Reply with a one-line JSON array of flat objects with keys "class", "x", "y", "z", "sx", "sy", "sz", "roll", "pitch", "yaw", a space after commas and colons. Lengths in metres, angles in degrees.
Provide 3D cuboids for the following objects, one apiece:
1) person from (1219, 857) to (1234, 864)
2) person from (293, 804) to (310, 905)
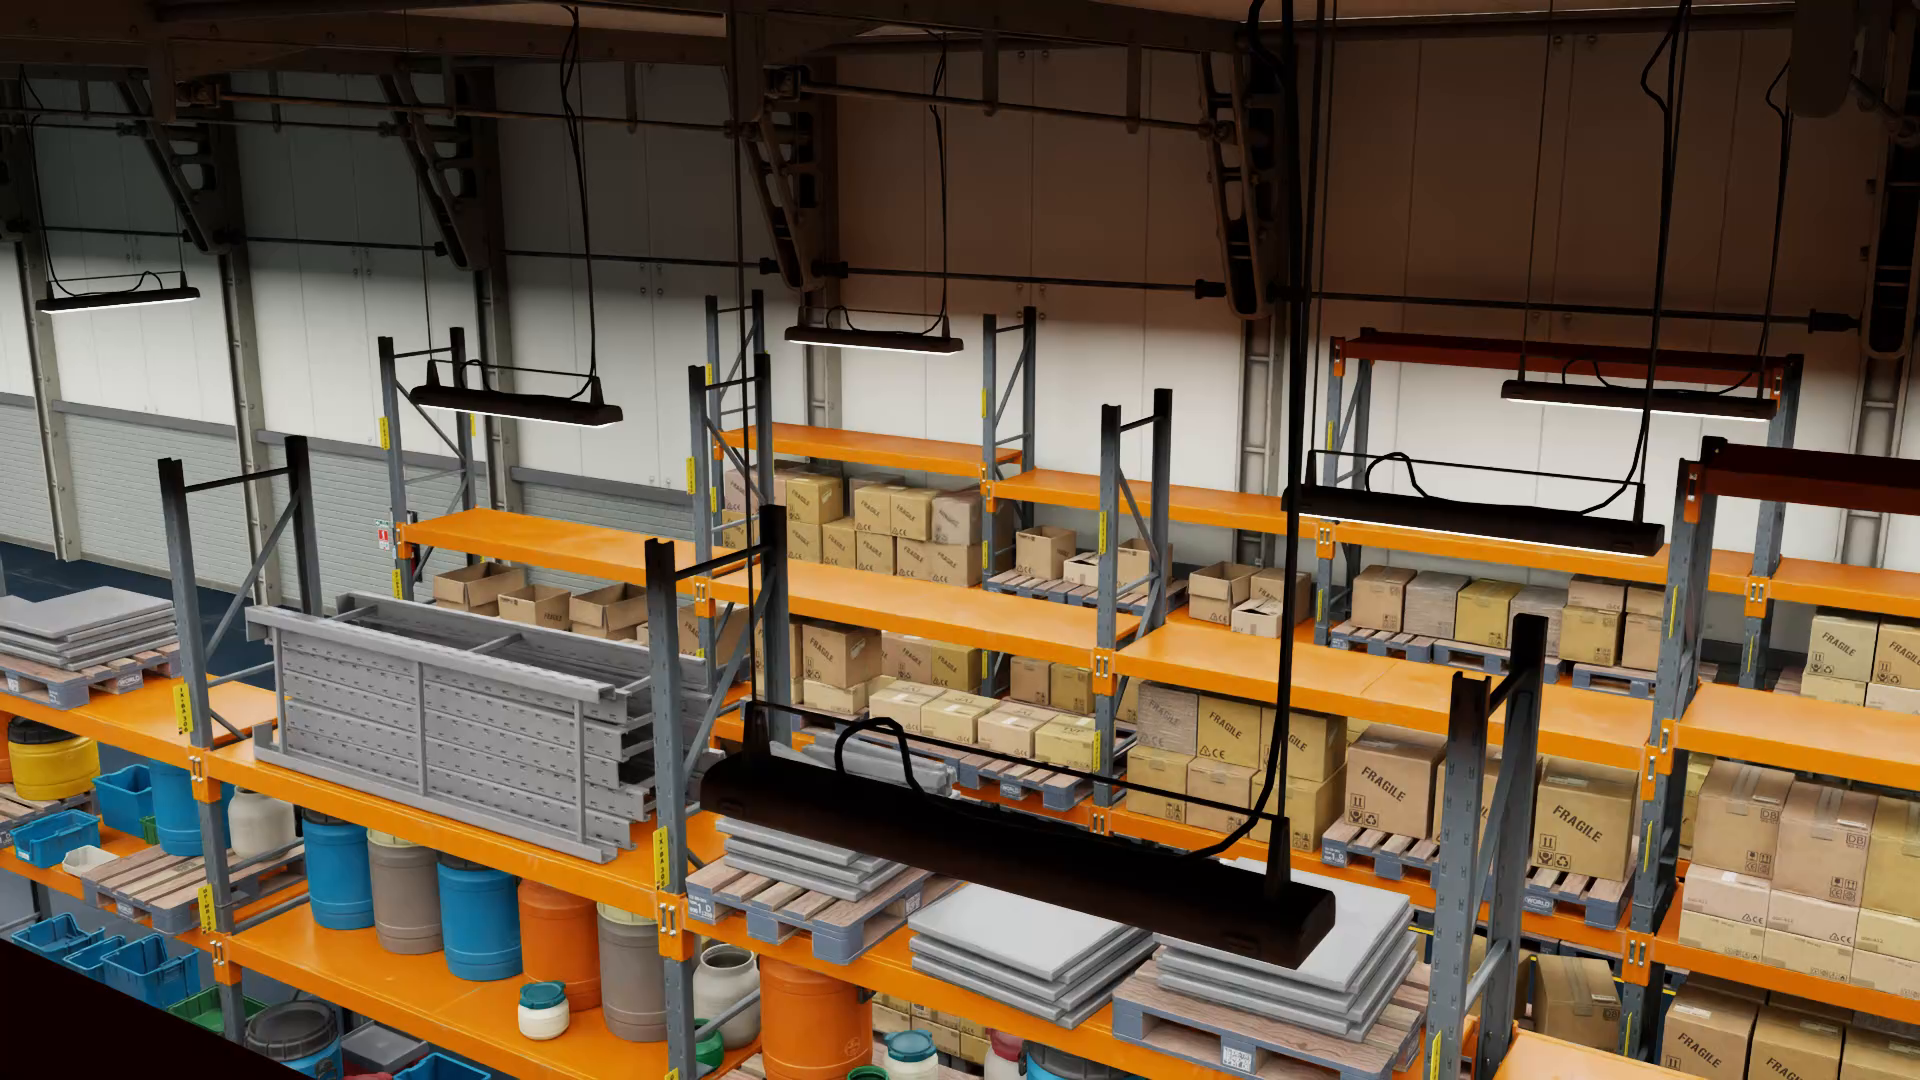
[{"class": "person", "x": 2.427, "y": 3.599, "z": 15.039, "sx": 1.069, "sy": 1.711, "sz": 0.593, "roll": 10, "pitch": 17, "yaw": 34}, {"class": "person", "x": -6.562, "y": 3.133, "z": 16.978, "sx": 0.562, "sy": 1.674, "sz": 0.935, "roll": -3, "pitch": 14, "yaw": -12}]
